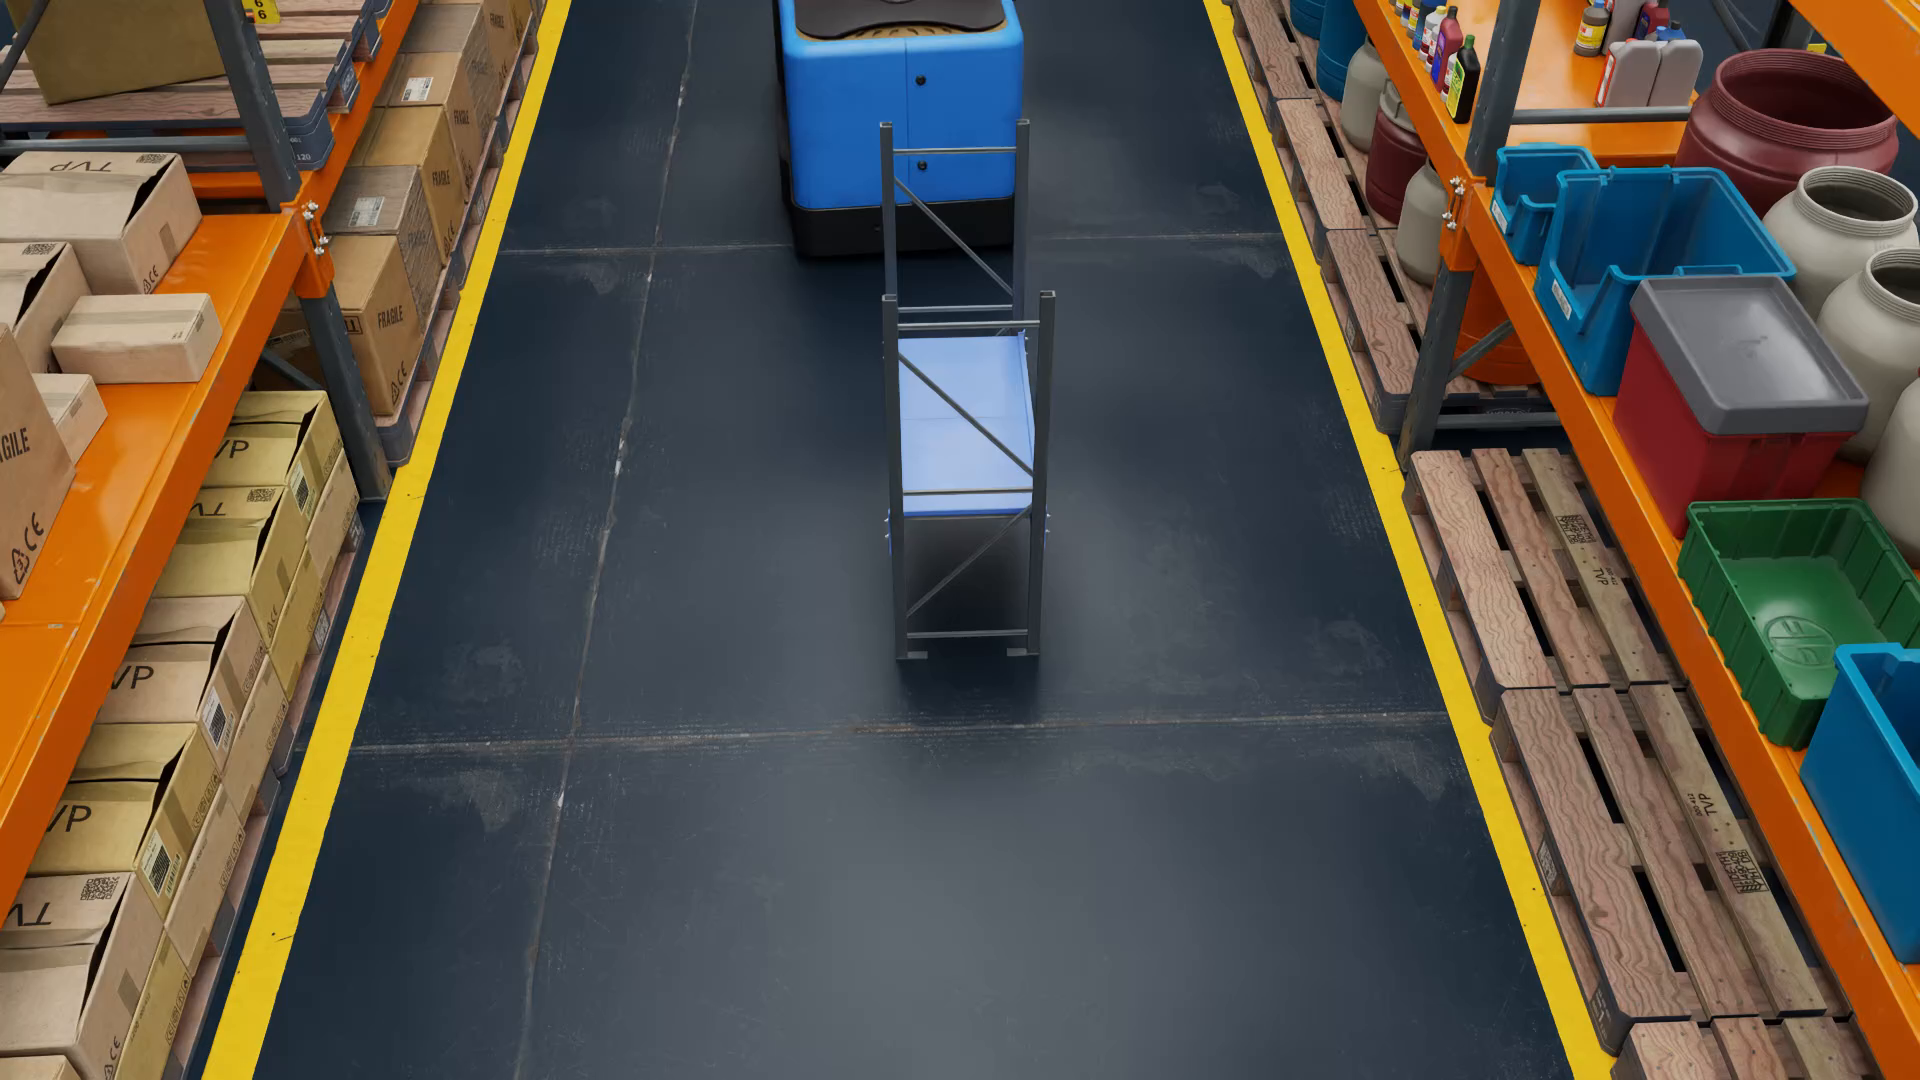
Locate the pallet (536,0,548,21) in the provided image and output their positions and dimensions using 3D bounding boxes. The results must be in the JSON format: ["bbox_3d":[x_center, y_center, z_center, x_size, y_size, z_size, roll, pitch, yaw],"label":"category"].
[{"bbox_3d":[-2.911,-3.416,9.821,1.003,0.211,1.213,-2,43,-2],"label":"pallet"}]

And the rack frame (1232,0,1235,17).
[{"bbox_3d":[2.067,-4.120,8.525,1.000,3.000,0.127,-2,43,-2],"label":"rack frame"}]

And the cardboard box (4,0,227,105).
[{"bbox_3d":[-2.852,-1.894,5.711,0.700,0.500,0.500,-15,45,-16],"label":"cardboard box"}]

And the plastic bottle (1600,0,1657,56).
[{"bbox_3d":[2.521,-1.988,6.290,0.152,0.276,0.135,-2,43,-2],"label":"plastic bottle"}]

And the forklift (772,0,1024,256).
[{"bbox_3d":[-0.400,-3.364,7.750,1.130,2.935,3.031,-5,43,-5],"label":"forklift"}]

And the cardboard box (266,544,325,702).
[{"bbox_3d":[-2.421,0.275,5.454,0.500,0.250,0.500,-2,43,-2],"label":"cardboard box"}]

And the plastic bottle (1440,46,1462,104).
[{"bbox_3d":[1.806,-1.686,6.016,0.097,0.201,0.097,0,43,0],"label":"plastic bottle"}]

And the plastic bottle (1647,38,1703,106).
[{"bbox_3d":[2.541,-1.675,5.950,0.152,0.276,0.135,-2,43,-2],"label":"plastic bottle"}]

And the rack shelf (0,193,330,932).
[{"bbox_3d":[-2.628,0.335,4.197,1.077,0.370,4.000,-2,43,-2],"label":"rack shelf"}]

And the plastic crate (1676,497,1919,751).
[{"bbox_3d":[2.050,0.191,3.978,0.450,0.188,0.662,-2,43,-2],"label":"plastic crate"}]

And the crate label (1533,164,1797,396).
[{"bbox_3d":[2.009,-0.754,4.827,0.502,0.435,0.616,-2,43,-2],"label":"crate label"}]

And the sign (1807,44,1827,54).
[{"bbox_3d":[2.786,-1.500,5.546,0.100,0.325,0.005,-2,43,-2],"label":"sign"}]

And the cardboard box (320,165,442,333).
[{"bbox_3d":[-2.474,-1.190,6.852,0.500,0.500,0.500,-3,43,-3],"label":"cardboard box"}]

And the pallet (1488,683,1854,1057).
[{"bbox_3d":[2.279,0.954,5.053,1.003,0.211,1.213,-2,43,-2],"label":"pallet"}]

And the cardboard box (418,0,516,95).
[{"bbox_3d":[-2.562,-2.562,8.350,0.500,0.500,0.500,-2,43,-2],"label":"cardboard box"}]

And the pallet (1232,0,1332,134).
[{"bbox_3d":[2.058,-2.570,8.898,1.003,0.211,1.213,-2,43,-2],"label":"pallet"}]

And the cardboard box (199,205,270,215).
[{"bbox_3d":[-2.993,-1.460,6.592,0.500,0.250,0.500,0,43,0],"label":"cardboard box"}]

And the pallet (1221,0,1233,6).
[{"bbox_3d":[1.997,-3.587,10.008,1.003,0.211,1.213,-2,43,-2],"label":"pallet"}]

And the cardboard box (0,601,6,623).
[{"bbox_3d":[-2.603,0.171,3.770,0.500,0.500,0.500,-2,43,-2],"label":"cardboard box"}]

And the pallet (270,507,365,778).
[{"bbox_3d":[-2.717,0.305,5.761,1.003,0.211,1.213,-2,43,-2],"label":"pallet"}]

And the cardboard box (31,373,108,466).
[{"bbox_3d":[-2.602,-0.328,4.574,0.380,0.149,0.250,1,43,1],"label":"cardboard box"}]

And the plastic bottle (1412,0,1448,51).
[{"bbox_3d":[1.788,-1.999,6.306,0.097,0.271,0.097,0,43,0],"label":"plastic bottle"}]

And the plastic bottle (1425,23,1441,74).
[{"bbox_3d":[1.797,-1.841,6.186,0.097,0.201,0.097,0,43,0],"label":"plastic bottle"}]

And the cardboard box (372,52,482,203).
[{"bbox_3d":[-2.518,-1.880,7.606,0.500,0.500,0.500,-3,43,-3],"label":"cardboard box"}]

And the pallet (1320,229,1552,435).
[{"bbox_3d":[2.161,-0.923,7.100,1.003,0.211,1.213,-2,43,-2],"label":"pallet"}]

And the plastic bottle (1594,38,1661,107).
[{"bbox_3d":[2.389,-1.671,5.945,0.152,0.276,0.135,-2,43,-2],"label":"plastic bottle"}]

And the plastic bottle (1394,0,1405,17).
[{"bbox_3d":[1.776,-2.170,6.545,0.097,0.201,0.097,0,43,0],"label":"plastic bottle"}]

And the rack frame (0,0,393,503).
[{"bbox_3d":[-2.712,-1.280,5.427,1.000,3.000,0.127,-2,43,-2],"label":"rack frame"}]

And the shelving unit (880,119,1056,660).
[{"bbox_3d":[0.004,-0.495,5.680,0.538,1.500,1.048,-2,43,-2],"label":"shelving unit"}]

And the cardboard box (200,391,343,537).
[{"bbox_3d":[-2.444,-0.281,5.646,0.500,0.311,0.500,-1,43,-1],"label":"cardboard box"}]

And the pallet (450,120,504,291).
[{"bbox_3d":[-2.755,-1.579,7.816,1.003,0.211,1.213,-2,43,-2],"label":"pallet"}]

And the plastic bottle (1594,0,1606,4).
[{"bbox_3d":[2.483,-2.063,6.376,0.097,0.271,0.097,0,43,0],"label":"plastic bottle"}]

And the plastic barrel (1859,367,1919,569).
[{"bbox_3d":[2.535,-0.209,4.157,0.433,0.535,0.433,0,43,0],"label":"plastic barrel"}]

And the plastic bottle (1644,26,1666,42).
[{"bbox_3d":[2.559,-1.793,6.133,0.097,0.201,0.097,0,43,0],"label":"plastic bottle"}]

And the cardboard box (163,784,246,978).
[{"bbox_3d":[-2.378,0.962,4.705,0.500,0.250,0.500,-1,43,-1],"label":"cardboard box"}]

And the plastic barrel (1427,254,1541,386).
[{"bbox_3d":[2.199,-1.104,6.530,0.600,0.830,0.708,-2,43,-2],"label":"plastic barrel"}]

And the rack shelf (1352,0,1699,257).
[{"bbox_3d":[2.152,-2.505,7.295,1.077,0.370,4.000,-2,43,-2],"label":"rack shelf"}]

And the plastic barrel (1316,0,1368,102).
[{"bbox_3d":[2.103,-2.656,8.169,0.600,0.901,0.708,-2,43,-2],"label":"plastic barrel"}]

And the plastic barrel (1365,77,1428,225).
[{"bbox_3d":[2.151,-1.778,7.443,0.600,0.588,0.708,-2,43,-2],"label":"plastic barrel"}]

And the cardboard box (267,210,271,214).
[{"bbox_3d":[-2.987,-1.145,6.804,0.500,0.500,0.500,0,43,0],"label":"cardboard box"}]

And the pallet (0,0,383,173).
[{"bbox_3d":[-2.811,-1.665,5.988,1.213,0.211,1.003,-2,43,-2],"label":"pallet"}]

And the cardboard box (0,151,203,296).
[{"bbox_3d":[-2.741,-1.000,5.187,0.500,0.311,0.500,1,43,1],"label":"cardboard box"}]

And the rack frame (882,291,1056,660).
[{"bbox_3d":[0.025,-0.152,5.306,0.500,1.500,0.032,-2,43,-2],"label":"rack frame"}]

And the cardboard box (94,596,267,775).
[{"bbox_3d":[-2.397,0.410,4.892,0.500,0.311,0.500,-2,43,-2],"label":"cardboard box"}]

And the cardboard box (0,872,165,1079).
[{"bbox_3d":[-2.351,1.099,4.140,0.500,0.311,0.500,-3,43,-3],"label":"cardboard box"}]

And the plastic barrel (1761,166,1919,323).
[{"bbox_3d":[2.494,-0.773,4.790,0.421,0.512,0.421,0,43,0],"label":"plastic barrel"}]
